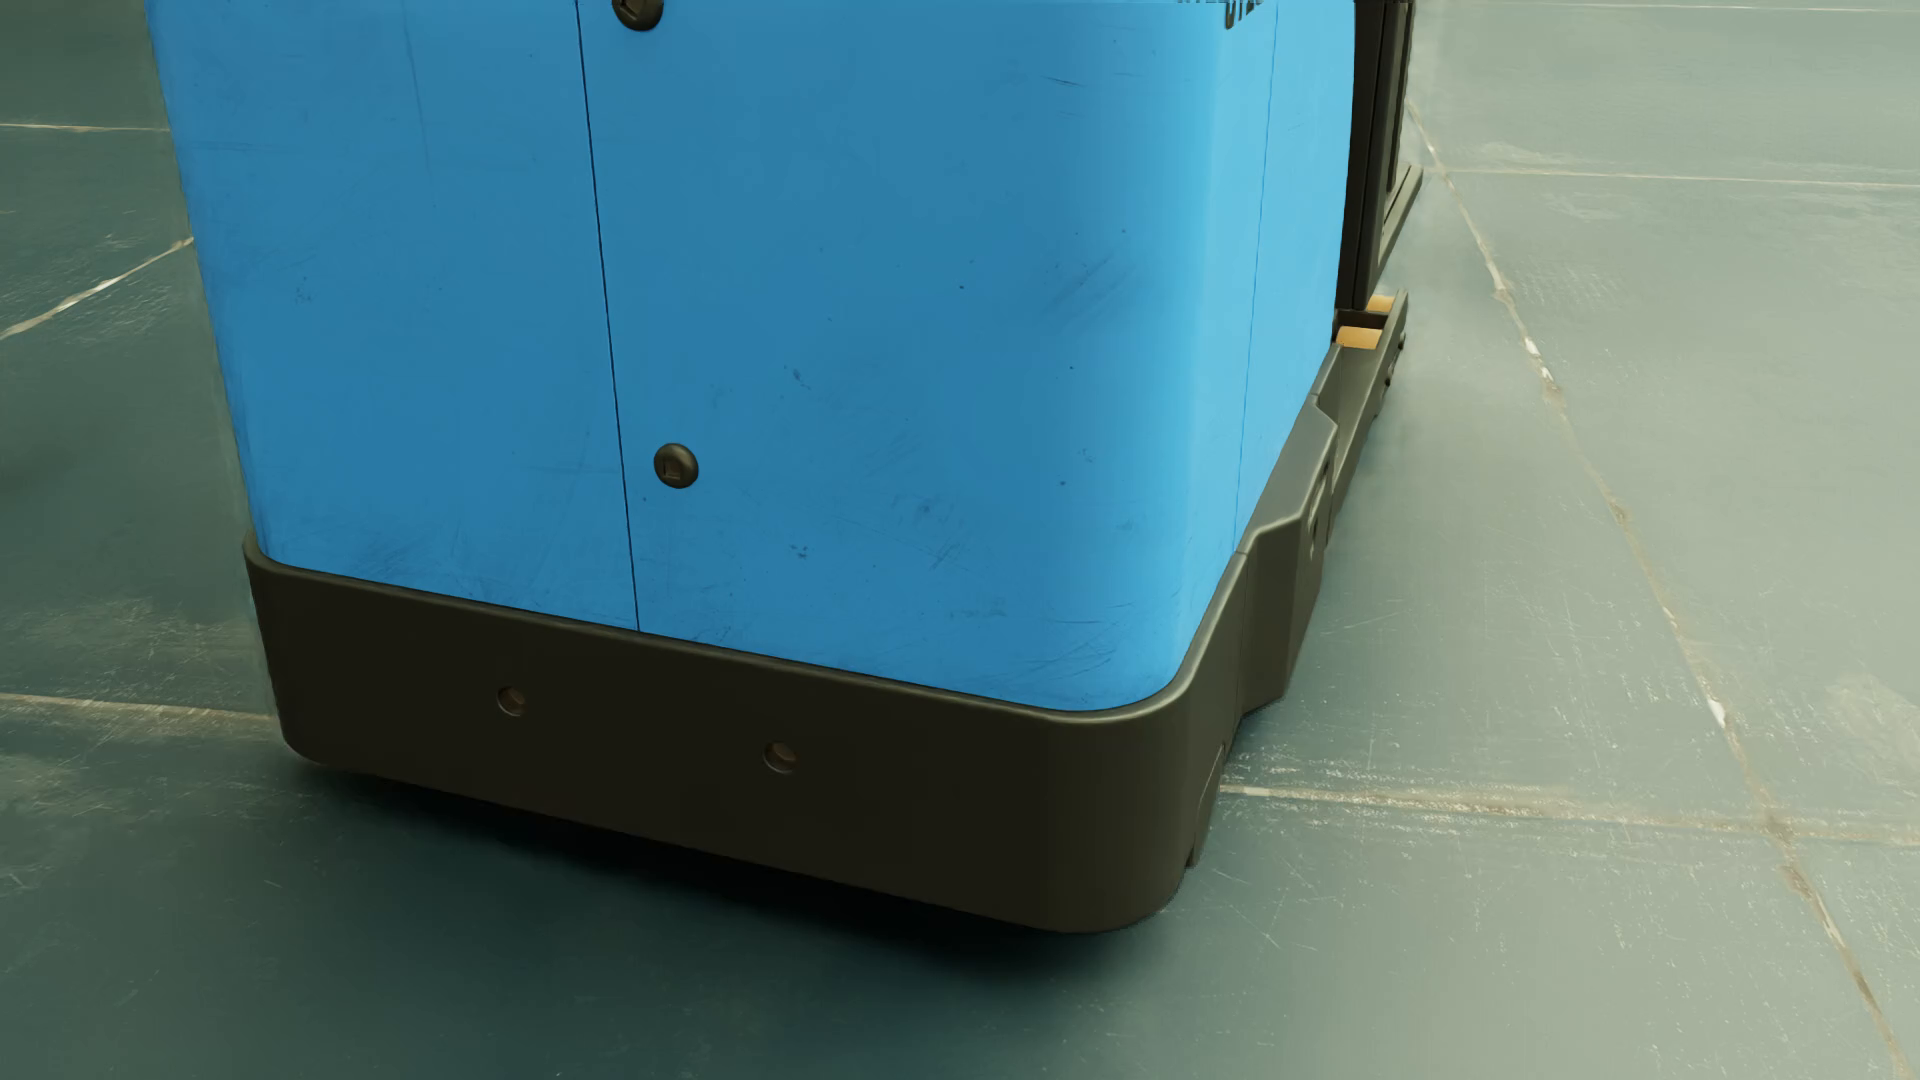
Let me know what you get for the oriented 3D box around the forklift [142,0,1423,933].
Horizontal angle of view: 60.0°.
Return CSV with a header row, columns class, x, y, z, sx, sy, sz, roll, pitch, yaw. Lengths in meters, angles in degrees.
class,x,y,z,sx,sy,sz,roll,pitch,yaw
forklift,0.194,-1.573,2.371,1.130,2.935,3.031,9,28,18
